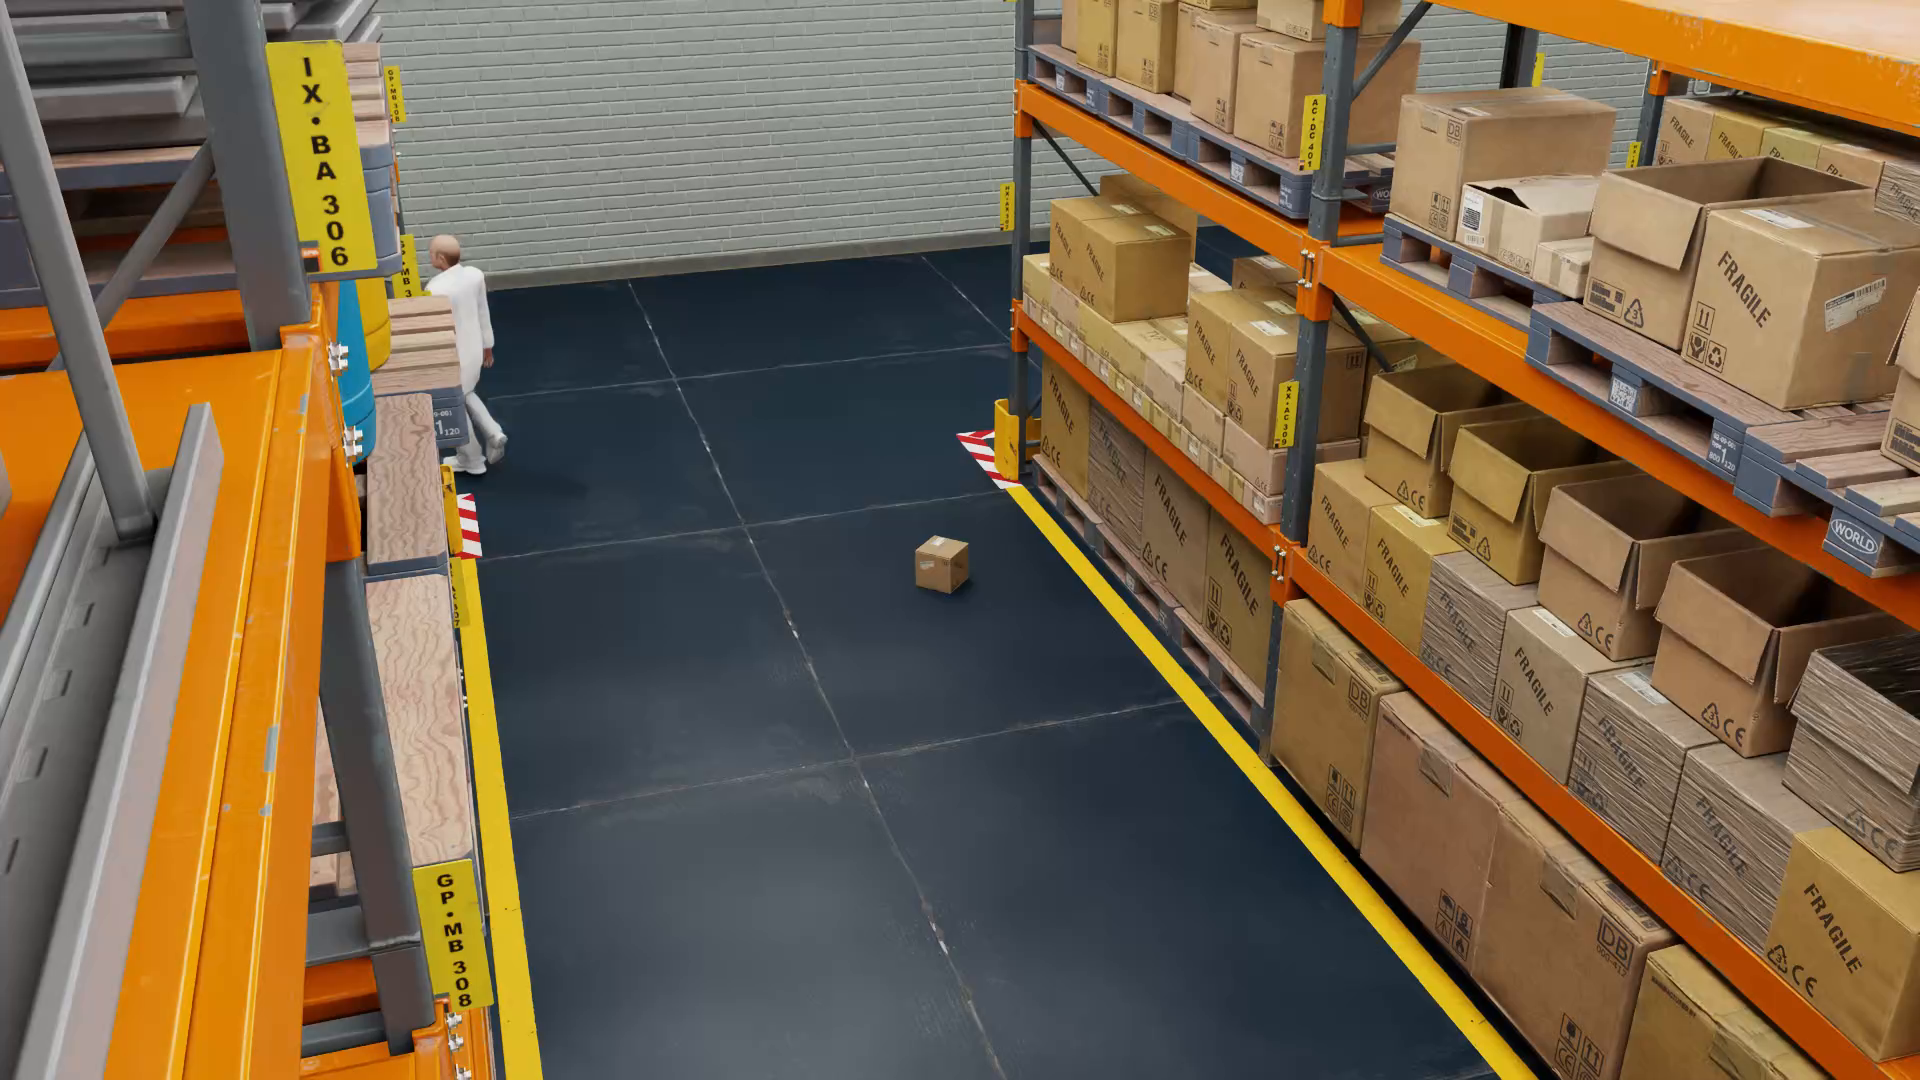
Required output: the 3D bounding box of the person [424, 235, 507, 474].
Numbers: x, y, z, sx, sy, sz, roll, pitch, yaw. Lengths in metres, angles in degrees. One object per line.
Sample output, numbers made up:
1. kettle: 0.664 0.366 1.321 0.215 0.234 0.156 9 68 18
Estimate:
1. person: -3.565 -1.300 11.748 0.517 1.773 0.630 12 28 23
